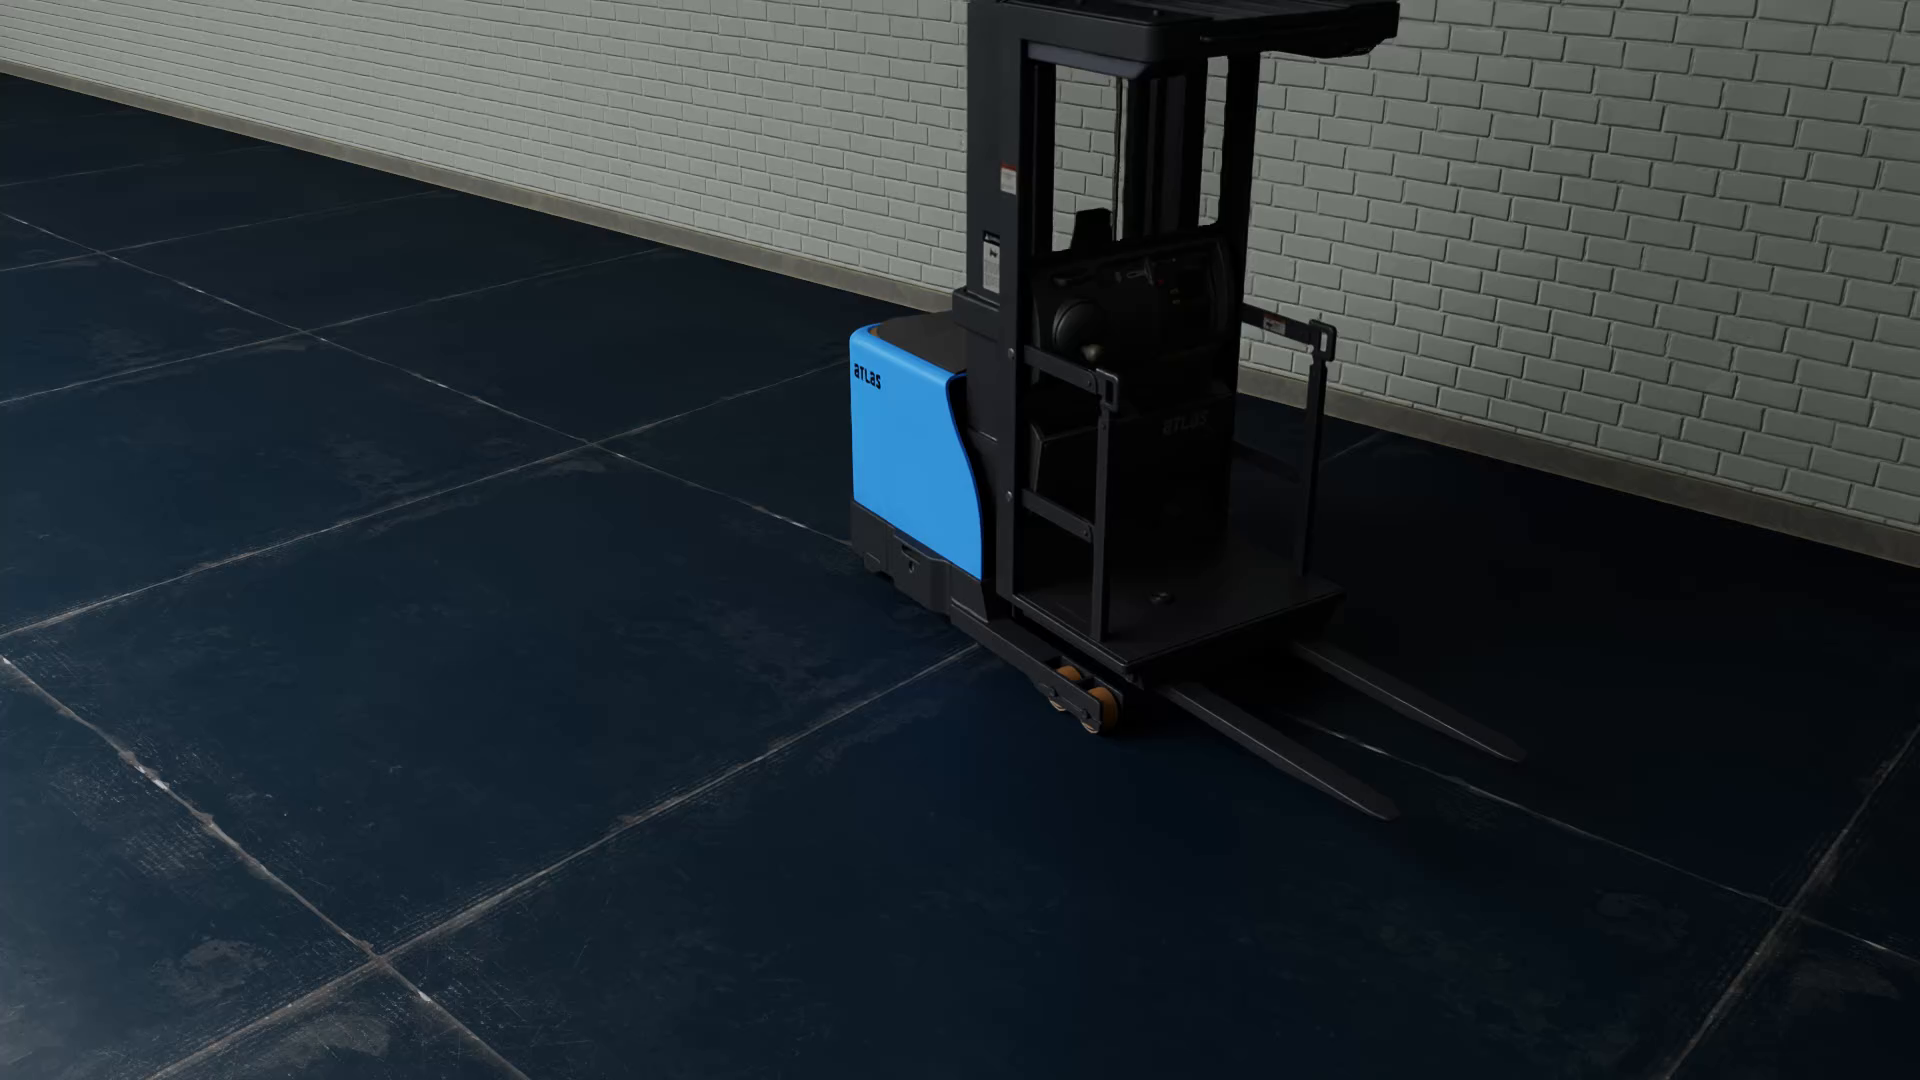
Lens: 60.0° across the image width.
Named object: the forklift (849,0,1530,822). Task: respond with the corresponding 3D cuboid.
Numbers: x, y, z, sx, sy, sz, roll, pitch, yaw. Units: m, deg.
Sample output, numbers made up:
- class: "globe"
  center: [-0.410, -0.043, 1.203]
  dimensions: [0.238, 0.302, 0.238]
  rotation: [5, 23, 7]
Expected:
- class: "forklift"
  center: [0.759, -0.857, 5.942]
  dimensions: [1.130, 2.935, 3.031]
  rotation: [-15, 28, -31]
